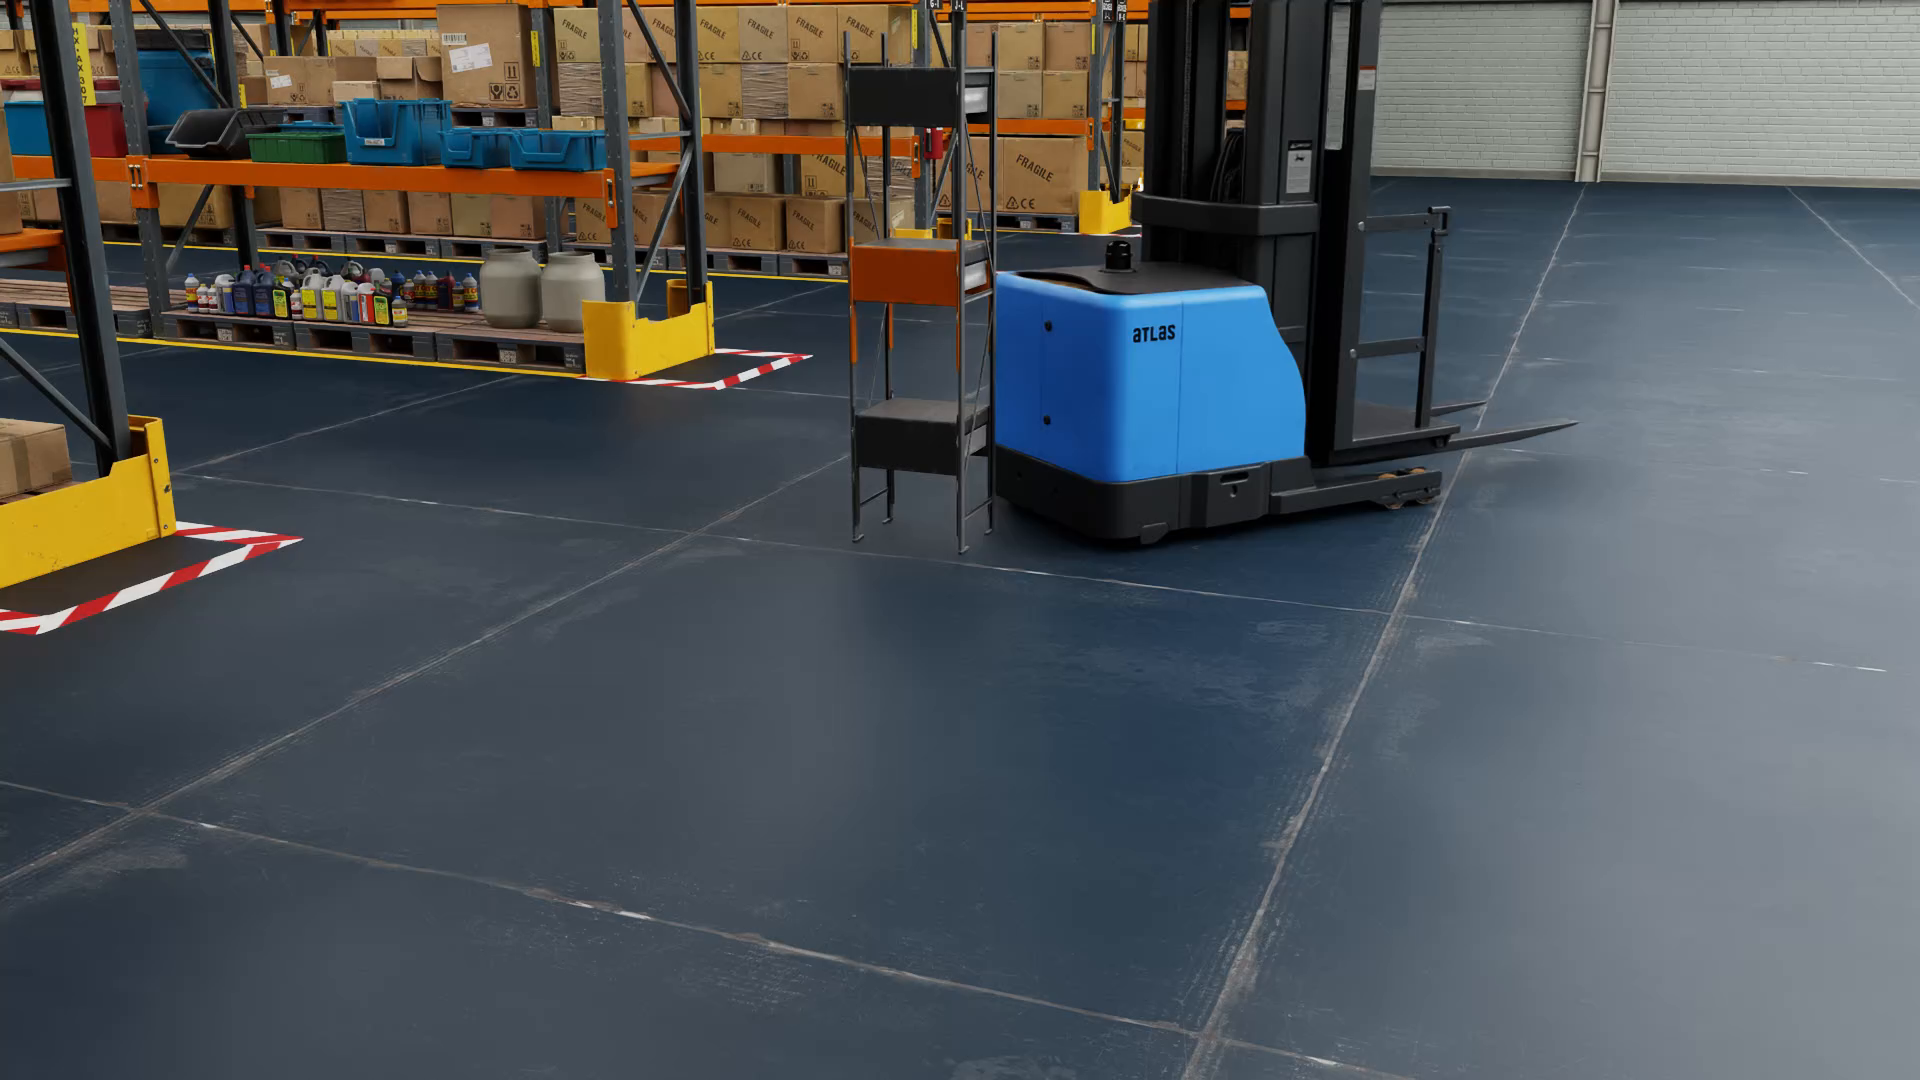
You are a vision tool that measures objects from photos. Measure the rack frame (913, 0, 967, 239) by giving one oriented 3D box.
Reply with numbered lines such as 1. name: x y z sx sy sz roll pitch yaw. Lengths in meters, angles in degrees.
1. rack frame: -0.175 -3.920 15.296 0.127 3.000 1.000 6 17 21

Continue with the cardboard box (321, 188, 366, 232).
1. cardboard box: -6.466 -3.632 18.000 0.500 0.500 0.700 5 17 16

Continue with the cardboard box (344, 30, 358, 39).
1. cardboard box: -10.473 -8.772 28.872 0.250 0.149 0.380 6 17 19

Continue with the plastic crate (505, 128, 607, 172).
1. plastic crate: -2.568 -2.538 10.801 0.616 0.251 0.499 6 17 21

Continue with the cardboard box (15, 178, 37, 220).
1. cardboard box: -10.736 -4.269 19.555 0.875 0.875 1.225 6 17 21

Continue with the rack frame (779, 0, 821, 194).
1. rack frame: -1.982 -5.605 21.101 0.127 3.000 1.000 6 17 21

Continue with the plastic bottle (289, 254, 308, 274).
1. plastic bottle: -5.009 -1.993 12.620 0.185 0.351 0.144 6 17 19

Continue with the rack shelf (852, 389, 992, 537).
1. rack shelf: -0.154 -0.340 7.138 0.480 0.518 0.431 6 17 21

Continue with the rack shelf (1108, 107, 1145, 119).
1. rack shelf: 1.600 -6.349 24.955 4.000 0.370 1.077 6 17 21

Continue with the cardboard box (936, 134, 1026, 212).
1. cardboard box: 0.264 -4.519 20.418 0.875 0.875 0.875 6 17 20

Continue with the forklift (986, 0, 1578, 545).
1. forklift: 1.658 -1.665 7.651 3.031 2.935 1.130 -9 18 -28

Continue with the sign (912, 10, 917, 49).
1. sign: -0.398 -4.486 14.602 0.005 0.325 0.100 6 17 21

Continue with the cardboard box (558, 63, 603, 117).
1. cardboard box: -3.500 -4.458 16.437 0.500 0.500 0.875 6 17 21

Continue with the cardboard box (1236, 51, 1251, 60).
1. cardboard box: 4.868 -8.262 28.378 0.250 0.149 0.380 6 17 21

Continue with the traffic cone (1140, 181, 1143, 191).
1. traffic cone: 2.497 -4.659 22.391 0.334 0.463 0.336 6 17 21

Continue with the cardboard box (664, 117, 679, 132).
1. cardboard box: -2.635 -3.987 15.978 0.250 0.149 0.380 6 17 21

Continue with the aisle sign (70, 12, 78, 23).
1. aisle sign: -13.323 -8.011 24.725 0.004 0.787 0.394 6 17 21

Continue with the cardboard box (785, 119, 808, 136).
1. cardboard box: -1.444 -3.879 15.605 0.250 0.149 0.380 6 17 21

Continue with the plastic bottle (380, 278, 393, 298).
1. plastic bottle: -4.260 -1.846 12.381 0.097 0.201 0.097 0 16 0

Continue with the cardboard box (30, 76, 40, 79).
1. cardboard box: -10.069 -4.981 18.772 0.500 0.500 0.500 6 17 19

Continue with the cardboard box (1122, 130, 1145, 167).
1. cardboard box: 2.620 -5.746 24.419 0.500 0.500 0.500 6 17 21

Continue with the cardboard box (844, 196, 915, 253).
1. cardboard box: -0.750 -2.990 15.821 0.500 0.500 0.500 10 19 31

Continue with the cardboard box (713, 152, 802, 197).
1. cardboard box: -2.593 -4.767 21.495 0.750 0.750 1.050 6 17 20

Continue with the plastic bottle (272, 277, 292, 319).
1. plastic bottle: -4.801 -1.714 11.781 0.133 0.283 0.061 7 18 23

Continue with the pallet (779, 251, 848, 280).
1. pallet: -0.989 -2.681 16.030 1.213 0.211 1.003 6 17 21

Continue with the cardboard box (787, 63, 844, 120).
1. cardboard box: -1.186 -4.194 15.528 0.500 0.500 0.875 6 17 21

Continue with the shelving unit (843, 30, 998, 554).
1. shelving unit: -0.154 -1.025 6.939 0.503 2.100 0.431 6 17 21

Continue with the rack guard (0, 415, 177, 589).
1. rack guard: -3.791 -0.148 6.788 0.348 0.500 1.175 6 17 21

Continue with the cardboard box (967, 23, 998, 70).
1. cardboard box: 0.391 -5.960 20.116 0.550 0.550 0.875 6 17 21

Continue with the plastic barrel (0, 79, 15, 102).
1. plastic barrel: -7.608 -3.384 13.206 0.433 0.535 0.433 0 16 0

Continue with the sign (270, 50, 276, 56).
1. sign: -9.616 -6.698 23.312 0.005 0.325 0.100 6 17 21

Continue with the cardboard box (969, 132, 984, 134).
1. cardboard box: 0.190 -6.010 25.330 0.500 0.500 0.500 7 18 23

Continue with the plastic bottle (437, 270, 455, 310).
1. plastic bottle: -3.769 -1.836 12.202 0.133 0.283 0.061 7 17 22

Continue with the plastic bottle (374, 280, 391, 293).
1. plastic bottle: -4.048 -1.677 11.653 0.133 0.283 0.061 6 17 21

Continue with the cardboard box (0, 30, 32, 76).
1. cardboard box: -10.741 -5.614 19.153 0.637 0.503 0.797 6 17 19

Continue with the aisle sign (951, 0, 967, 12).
1. aisle sign: -0.008 -5.240 15.180 0.004 0.787 0.394 6 17 21

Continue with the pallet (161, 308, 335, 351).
1. pallet: -5.104 -1.626 12.396 1.213 0.211 1.003 6 17 21

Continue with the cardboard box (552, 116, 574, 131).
1. cardboard box: -3.807 -4.109 16.397 0.250 0.149 0.380 6 17 21

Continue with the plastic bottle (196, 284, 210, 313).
1. plastic bottle: -5.484 -1.755 12.070 0.097 0.201 0.097 0 16 0

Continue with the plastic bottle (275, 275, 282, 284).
1. plastic bottle: -4.936 -1.772 12.002 0.097 0.271 0.097 0 16 0

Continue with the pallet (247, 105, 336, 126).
1. pallet: -6.915 -4.601 17.986 1.003 0.211 1.213 6 17 21

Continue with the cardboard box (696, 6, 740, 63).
1. cardboard box: -2.171 -4.738 15.608 0.500 0.500 0.500 6 17 21

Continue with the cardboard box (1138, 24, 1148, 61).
1. cardboard box: 2.906 -7.157 23.940 0.500 0.500 0.700 6 17 19

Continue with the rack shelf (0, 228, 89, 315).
1. rack shelf: -5.674 -1.210 7.253 4.000 0.370 1.077 6 17 21

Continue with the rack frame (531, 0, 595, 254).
1. rack frame: -3.896 -4.329 16.706 0.127 3.000 1.000 6 17 21

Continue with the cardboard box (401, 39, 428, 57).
1. cardboard box: -9.188 -8.326 28.501 0.500 0.500 0.500 7 17 21

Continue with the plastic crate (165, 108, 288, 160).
1. plastic crate: -5.273 -2.928 11.992 0.504 0.338 0.767 6 17 21

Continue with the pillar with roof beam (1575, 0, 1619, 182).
1. pillar with roof beam: 8.964 -9.234 22.839 0.400 9.000 9.100 6 17 21

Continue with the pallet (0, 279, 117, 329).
1. pallet: -7.597 -1.900 13.340 1.213 0.211 1.003 6 17 21

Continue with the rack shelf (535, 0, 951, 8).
1. rack shelf: -2.036 -5.220 15.683 4.000 0.370 1.077 6 17 21

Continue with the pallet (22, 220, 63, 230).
1. pallet: -10.593 -3.749 19.709 1.213 0.211 1.003 6 17 21

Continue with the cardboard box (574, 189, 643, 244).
1. cardboard box: -3.539 -3.279 16.819 0.500 0.500 0.500 6 17 19

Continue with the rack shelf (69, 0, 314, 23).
1. rack shelf: -11.285 -7.723 24.307 4.000 0.370 1.077 6 17 21

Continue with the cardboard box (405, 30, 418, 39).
1. cardboard box: -9.272 -8.654 28.465 0.250 0.149 0.380 6 17 19

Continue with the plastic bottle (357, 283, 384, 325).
1. plastic bottle: -4.086 -1.646 11.559 0.135 0.276 0.152 6 17 21

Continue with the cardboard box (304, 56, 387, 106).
1. cardboard box: -6.544 -4.912 17.781 0.500 0.500 0.700 9 19 29

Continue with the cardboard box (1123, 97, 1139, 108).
1. cardboard box: 2.527 -6.381 24.225 0.250 0.149 0.380 6 17 20

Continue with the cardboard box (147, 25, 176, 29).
1. cardboard box: -11.402 -7.229 24.188 0.500 0.500 0.500 6 17 19
